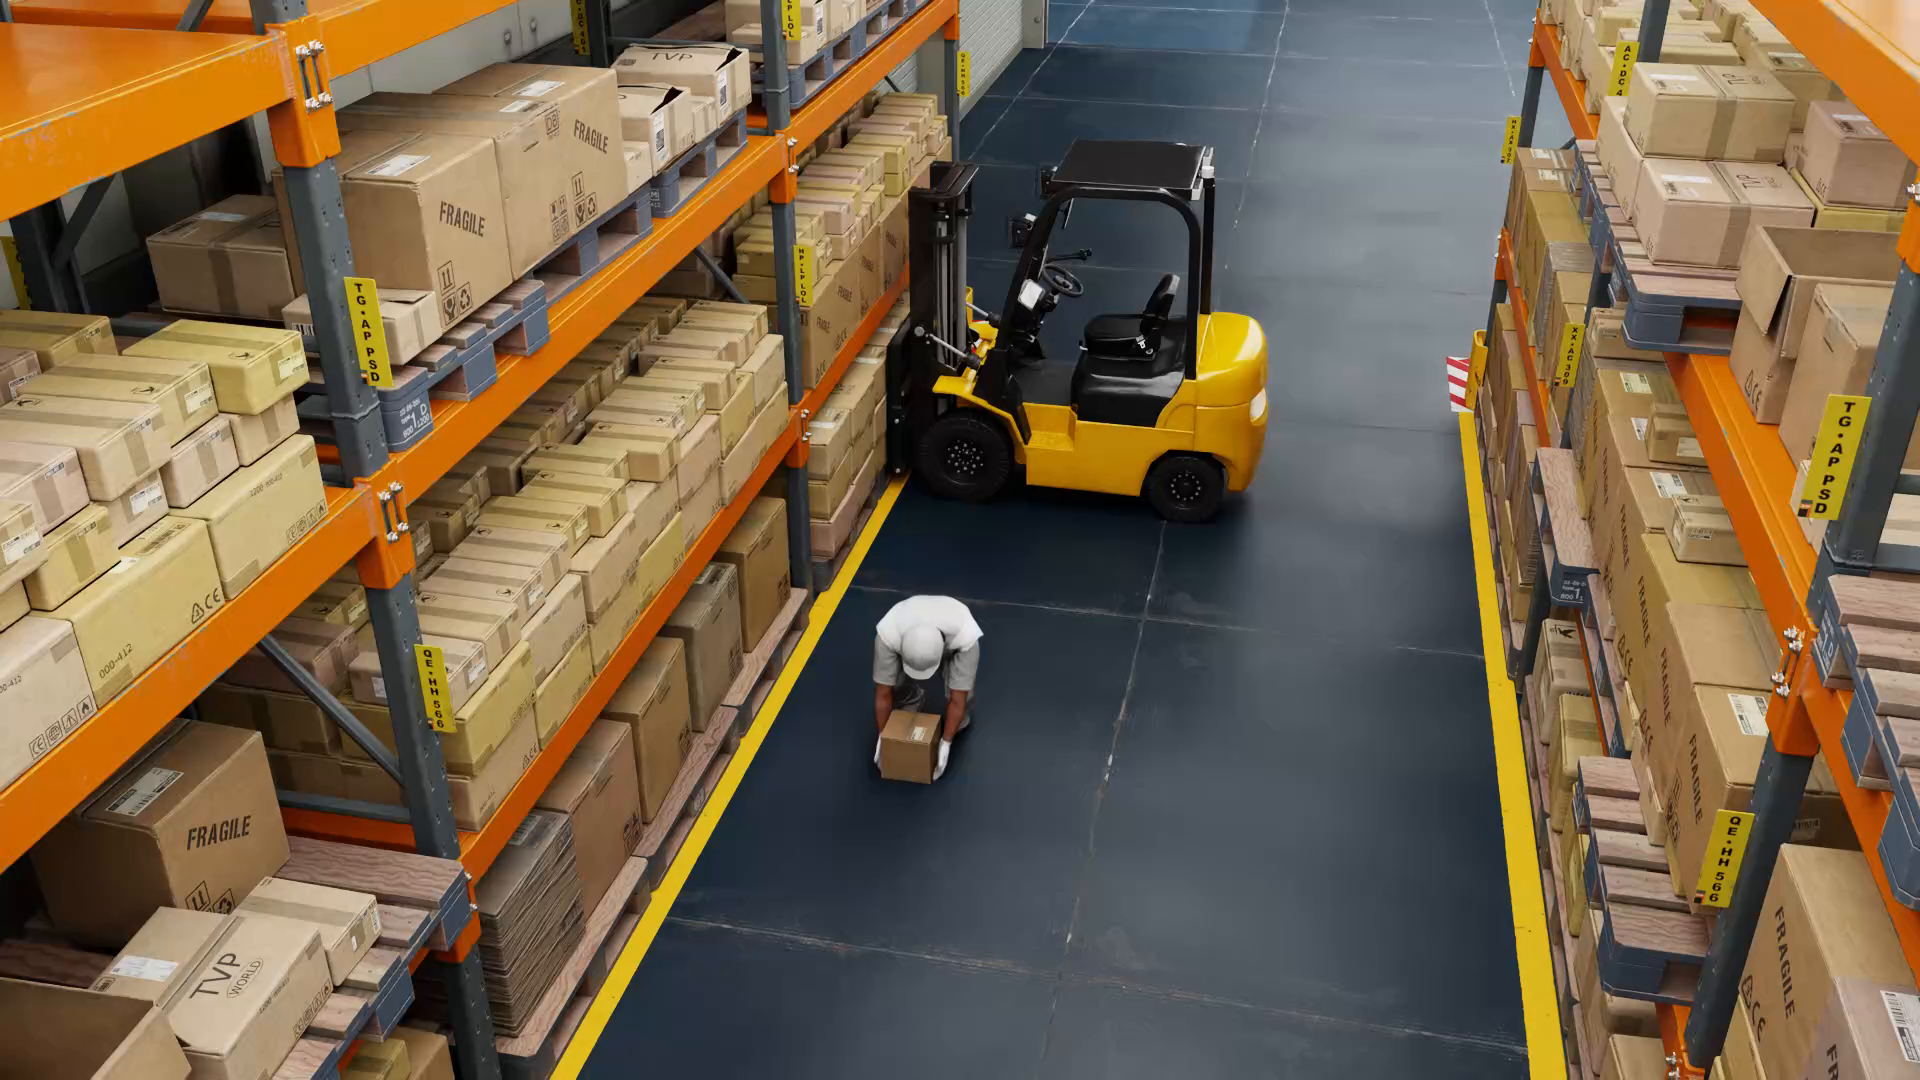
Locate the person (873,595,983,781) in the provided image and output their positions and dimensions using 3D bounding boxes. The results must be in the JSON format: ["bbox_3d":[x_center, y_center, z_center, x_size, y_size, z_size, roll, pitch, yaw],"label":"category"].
[{"bbox_3d":[-0.147,0.637,8.450,0.569,0.885,0.913,6,29,11],"label":"person"}]
